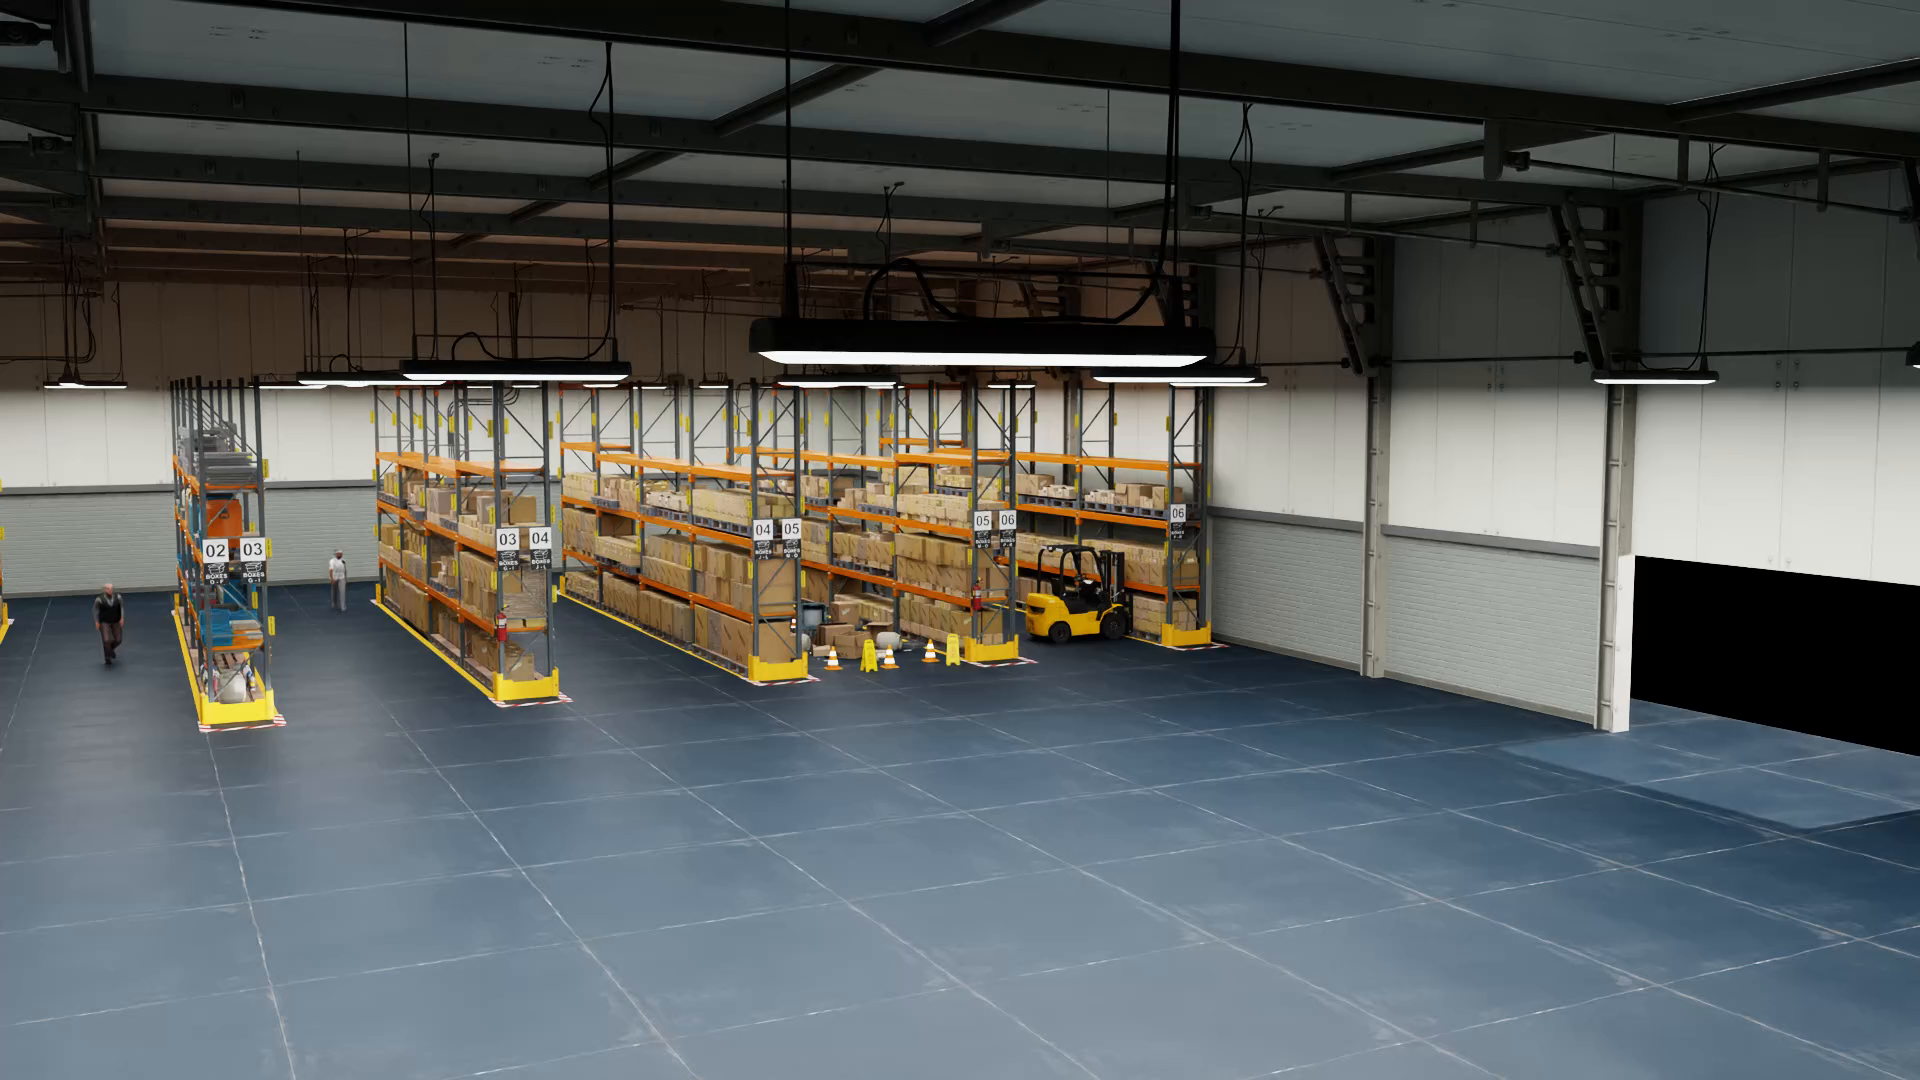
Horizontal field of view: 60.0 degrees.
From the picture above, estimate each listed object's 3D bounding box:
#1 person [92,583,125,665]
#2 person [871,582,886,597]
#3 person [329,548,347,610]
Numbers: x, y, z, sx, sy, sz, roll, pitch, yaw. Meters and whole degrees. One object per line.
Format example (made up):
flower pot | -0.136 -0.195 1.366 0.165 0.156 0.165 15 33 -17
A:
person | -18.025 1.754 35.199 0.624 1.704 0.638 -4 7 -41
person | -2.145 0.794 45.349 0.627 1.777 0.521 -2 6 -25
person | -16.328 1.019 43.636 0.433 1.619 1.051 -3 6 -28
